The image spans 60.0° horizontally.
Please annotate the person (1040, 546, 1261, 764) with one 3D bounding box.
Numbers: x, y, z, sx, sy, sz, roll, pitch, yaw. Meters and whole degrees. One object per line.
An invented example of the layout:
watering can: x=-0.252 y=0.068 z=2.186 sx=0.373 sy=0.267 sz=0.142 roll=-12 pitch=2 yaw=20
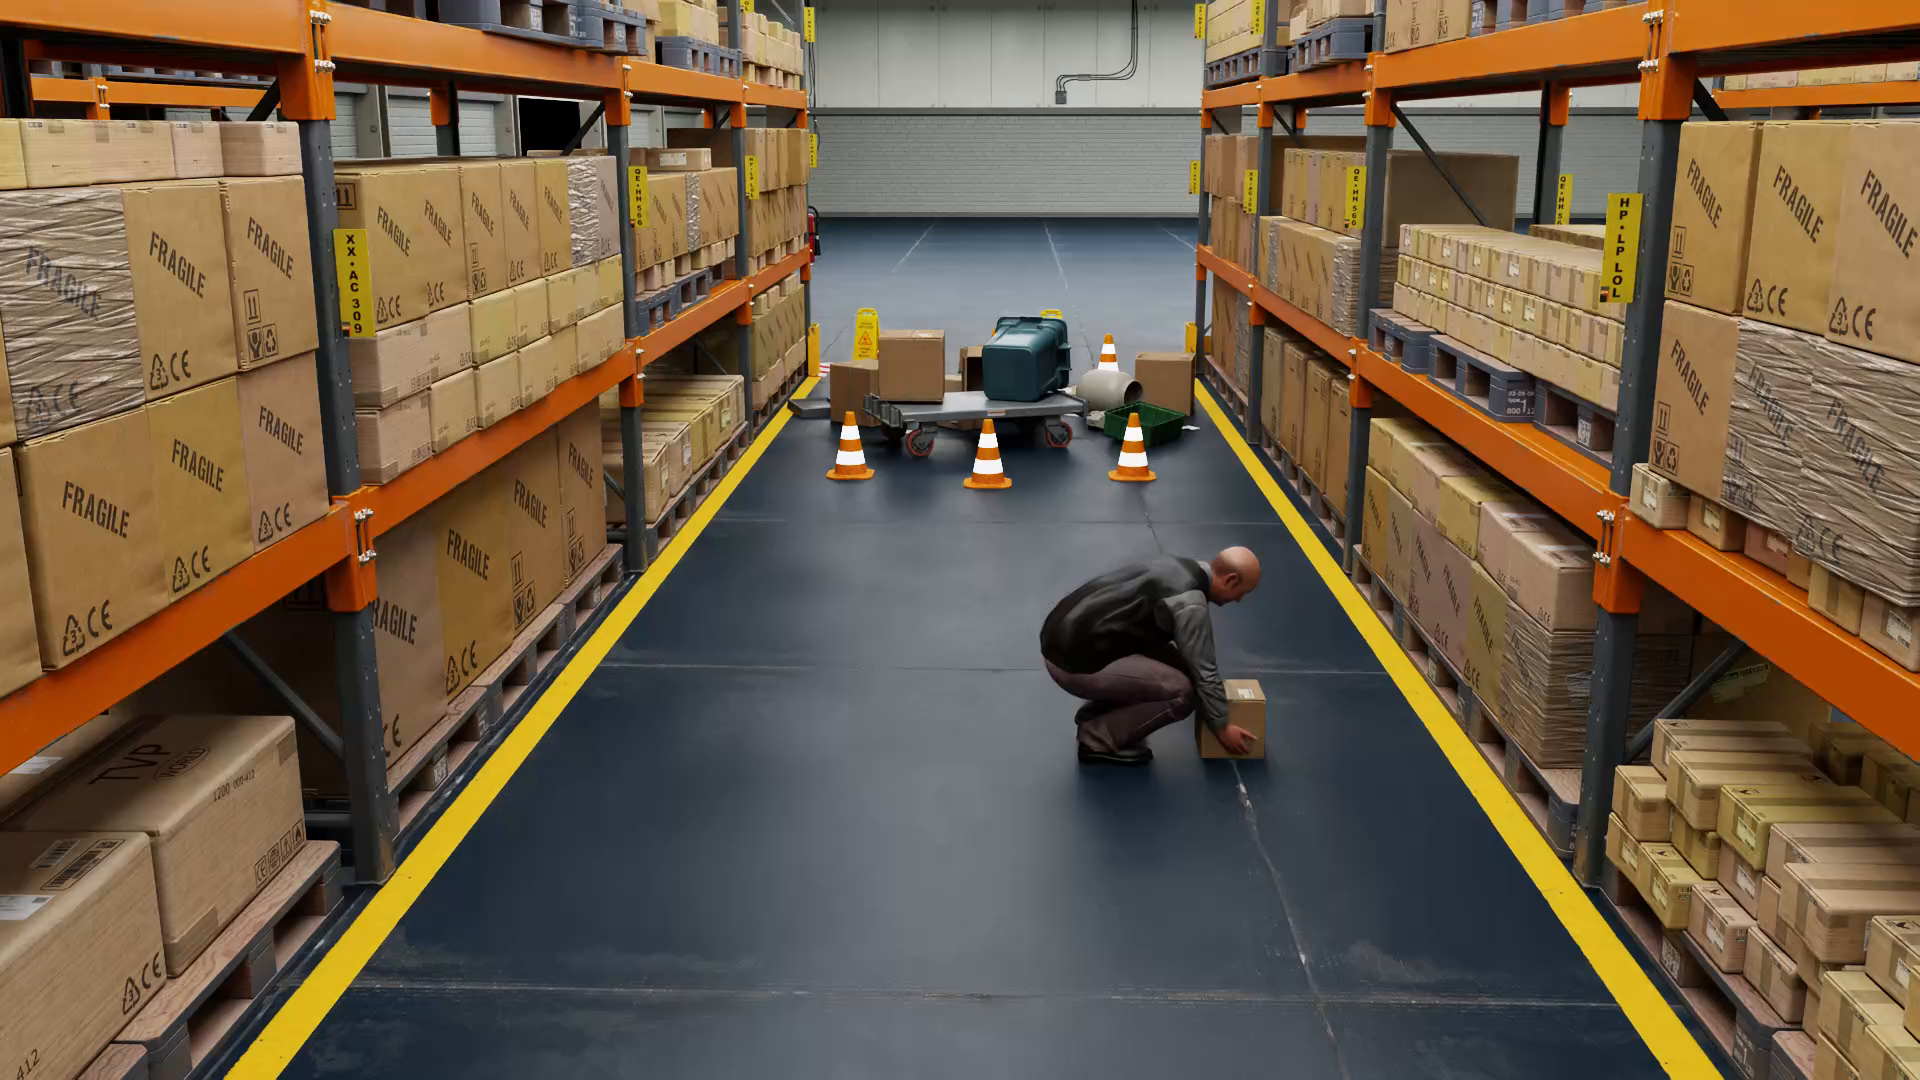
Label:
person: x=0.757 y=0.444 z=6.642 sx=0.876 sy=0.833 sz=0.533 roll=0 pitch=14 yaw=2
